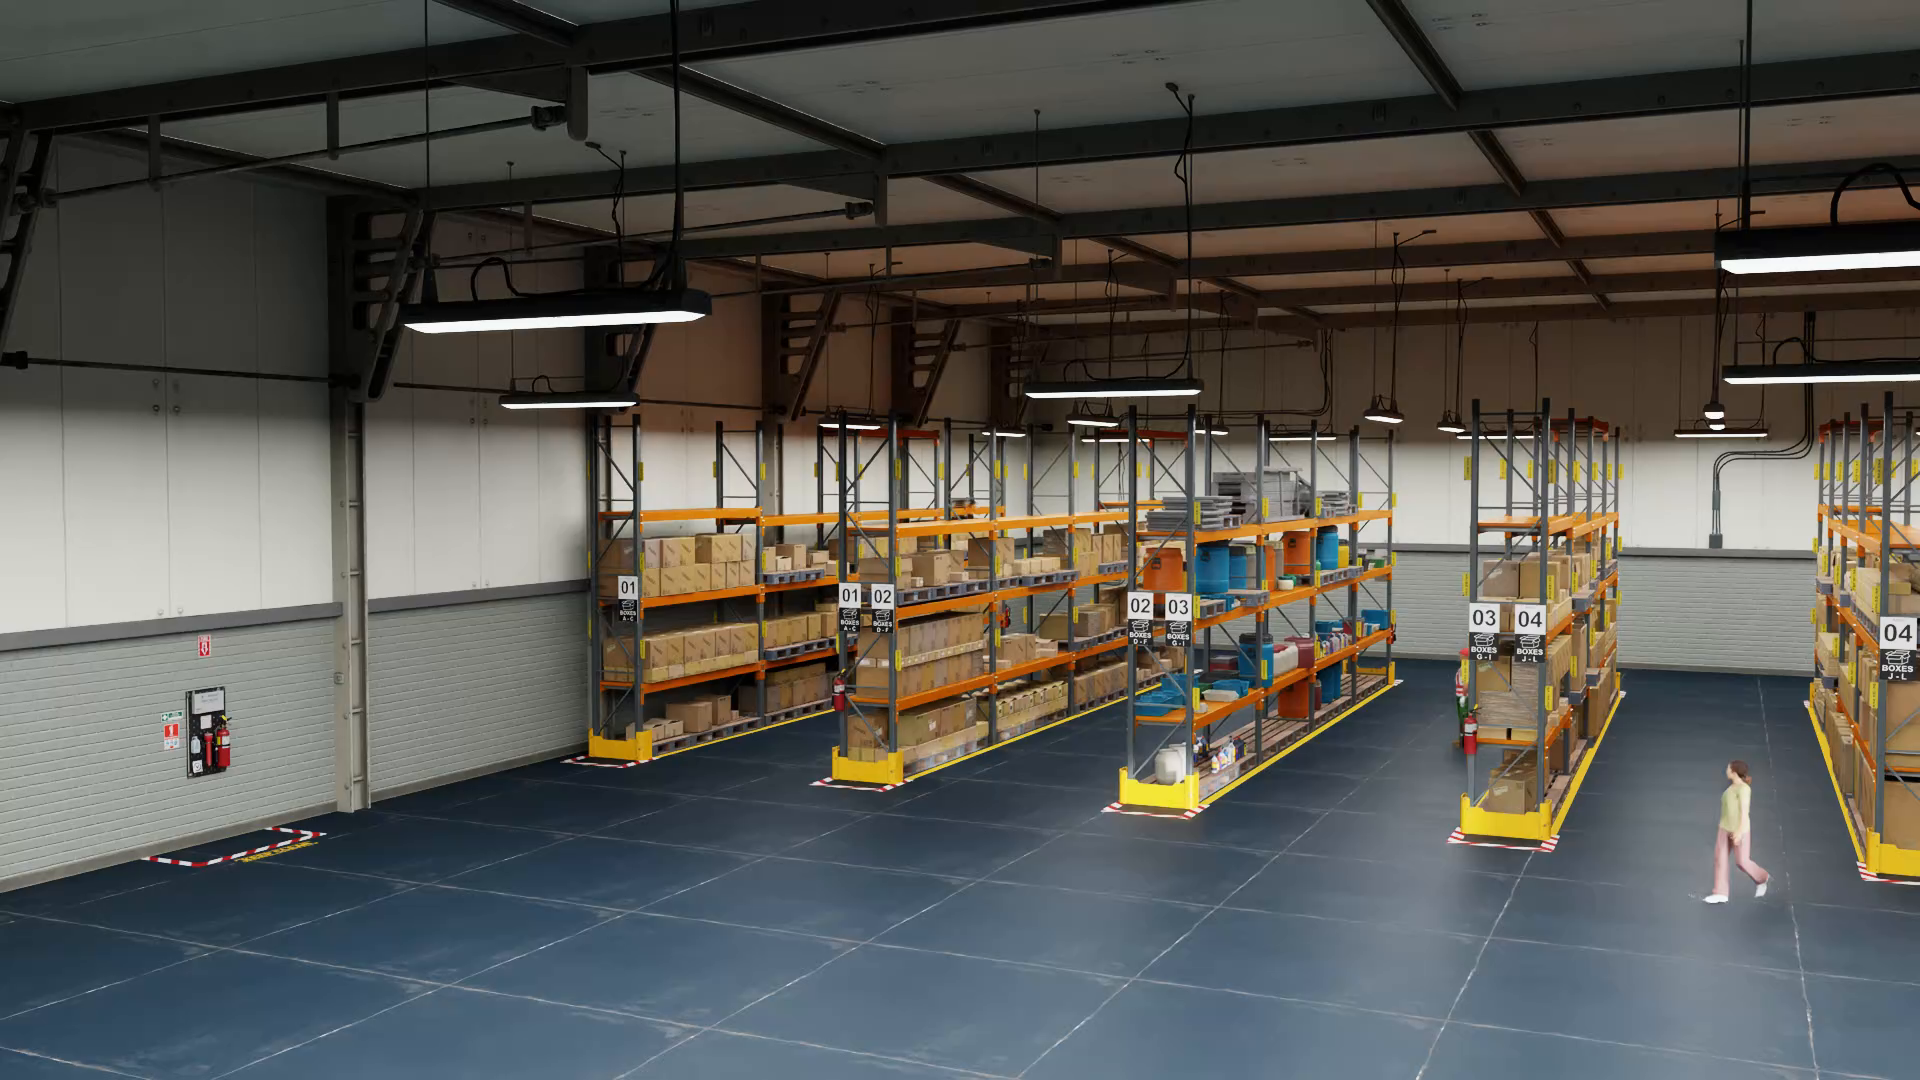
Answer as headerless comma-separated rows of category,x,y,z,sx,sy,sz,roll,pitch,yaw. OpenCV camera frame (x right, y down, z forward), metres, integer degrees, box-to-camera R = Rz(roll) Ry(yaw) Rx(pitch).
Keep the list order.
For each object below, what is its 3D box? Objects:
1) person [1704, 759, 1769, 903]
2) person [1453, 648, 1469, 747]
person,9.022,3.371,19.290,0.803,1.654,0.422,-1,3,-27
person,9.172,2.852,30.245,0.394,1.796,0.590,0,2,6
